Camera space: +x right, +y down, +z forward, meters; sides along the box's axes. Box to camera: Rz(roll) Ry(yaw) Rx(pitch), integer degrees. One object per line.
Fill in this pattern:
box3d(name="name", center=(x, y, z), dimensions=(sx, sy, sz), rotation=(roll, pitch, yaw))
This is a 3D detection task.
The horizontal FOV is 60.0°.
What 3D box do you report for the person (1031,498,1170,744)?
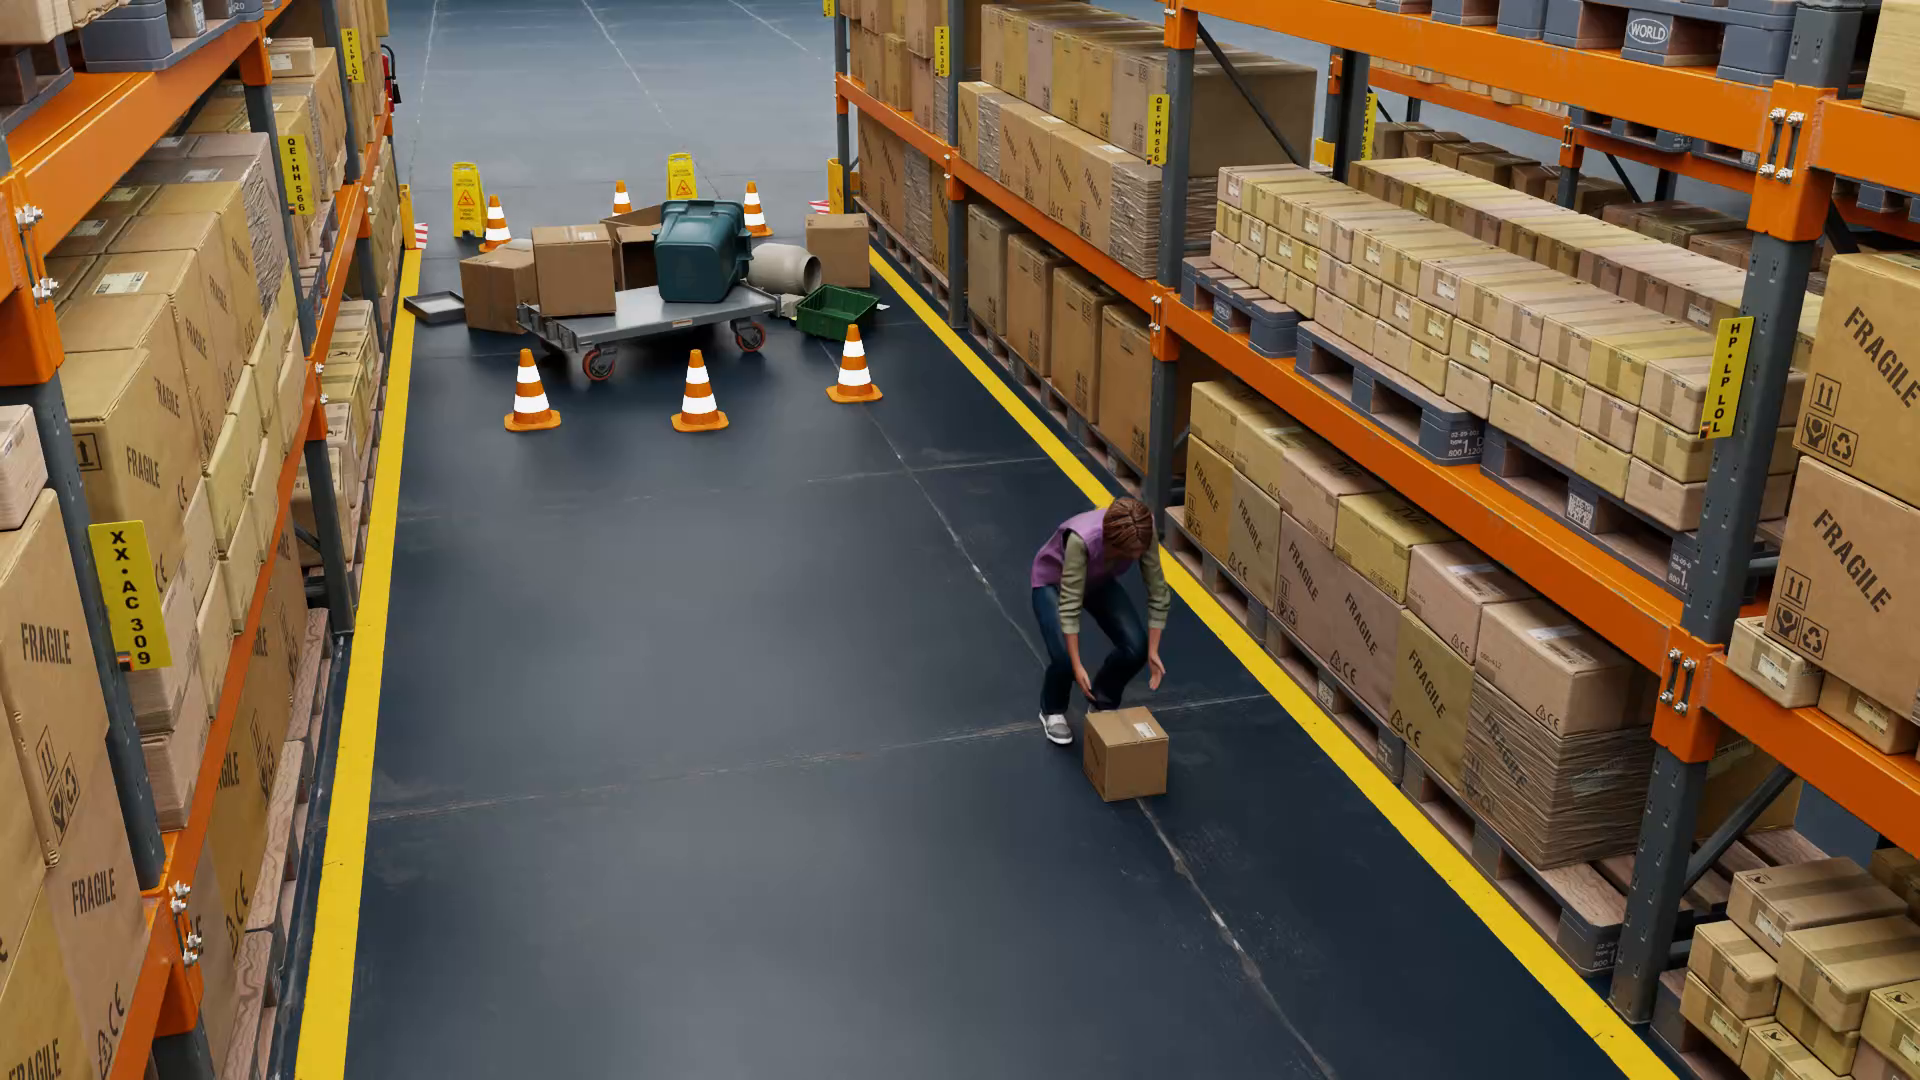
box3d(name="person", center=(0.549, 0.275, 6.566), dimensions=(0.464, 1.130, 0.736), rotation=(-6, 24, -14))
